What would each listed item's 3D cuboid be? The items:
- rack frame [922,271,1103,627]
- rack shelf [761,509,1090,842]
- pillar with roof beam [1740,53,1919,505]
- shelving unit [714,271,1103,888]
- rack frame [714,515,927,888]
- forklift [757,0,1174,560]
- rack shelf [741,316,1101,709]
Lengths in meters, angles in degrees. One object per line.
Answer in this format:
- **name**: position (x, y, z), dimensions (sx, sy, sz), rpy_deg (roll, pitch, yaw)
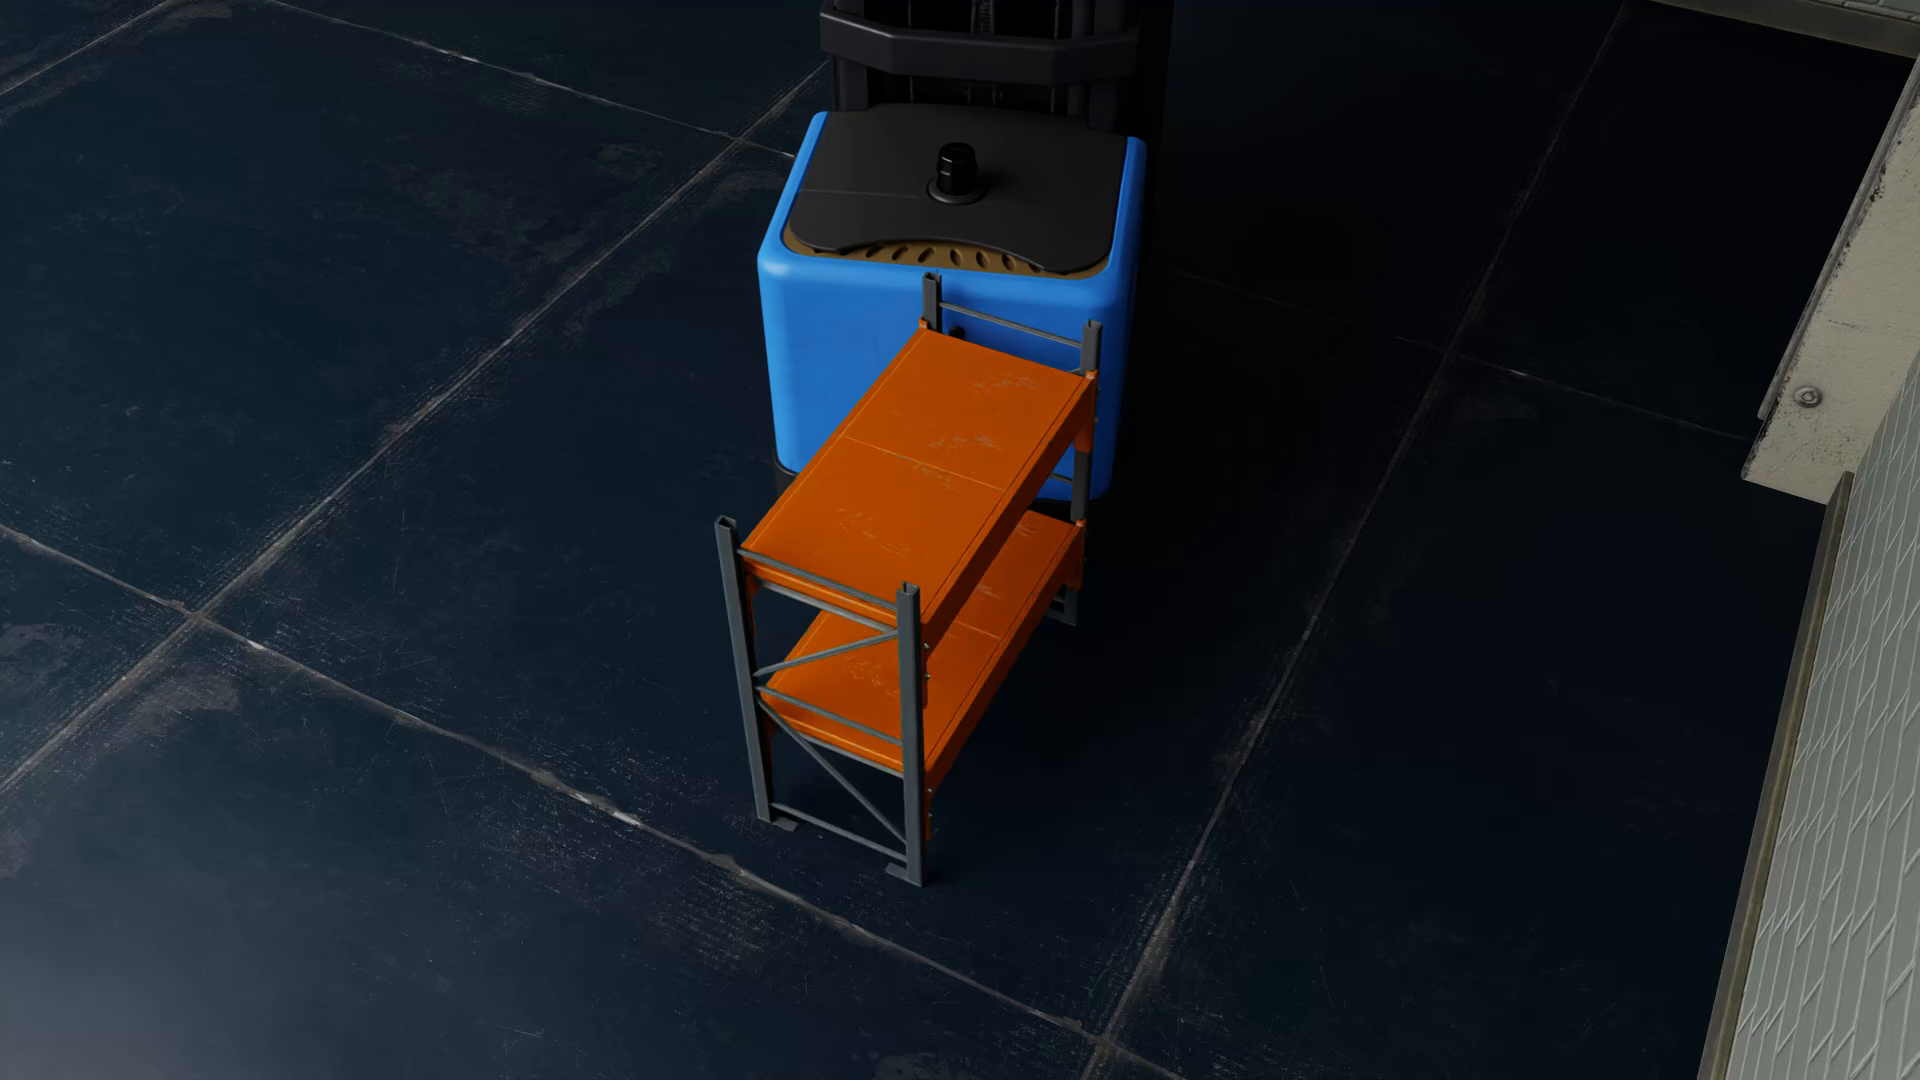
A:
- **rack frame**: position (0.131, -0.222, 4.679), dimensions (0.500, 1.125, 0.032), rpy_deg (19, 48, 18)
- **rack shelf**: position (-0.093, 0.274, 4.532), dimensions (0.538, 0.278, 1.000), rpy_deg (19, 48, 18)
- **pillar with roof beam**: position (-1.028, -4.862, 3.728), dimensions (9.100, 9.000, 0.400), rpy_deg (20, 49, 19)
- **shelving unit**: position (-0.093, 0.102, 4.358), dimensions (0.538, 1.125, 1.048), rpy_deg (19, 48, 18)
- **rack frame**: position (-0.317, 0.427, 4.037), dimensions (0.500, 1.125, 0.032), rpy_deg (19, 48, 18)
- **forklift**: position (0.159, -2.024, 5.190), dimensions (1.130, 2.935, 3.031), rpy_deg (6, 46, 6)
- **rack shelf**: position (-0.093, -0.104, 4.150), dimensions (0.538, 0.278, 1.000), rpy_deg (19, 48, 18)
